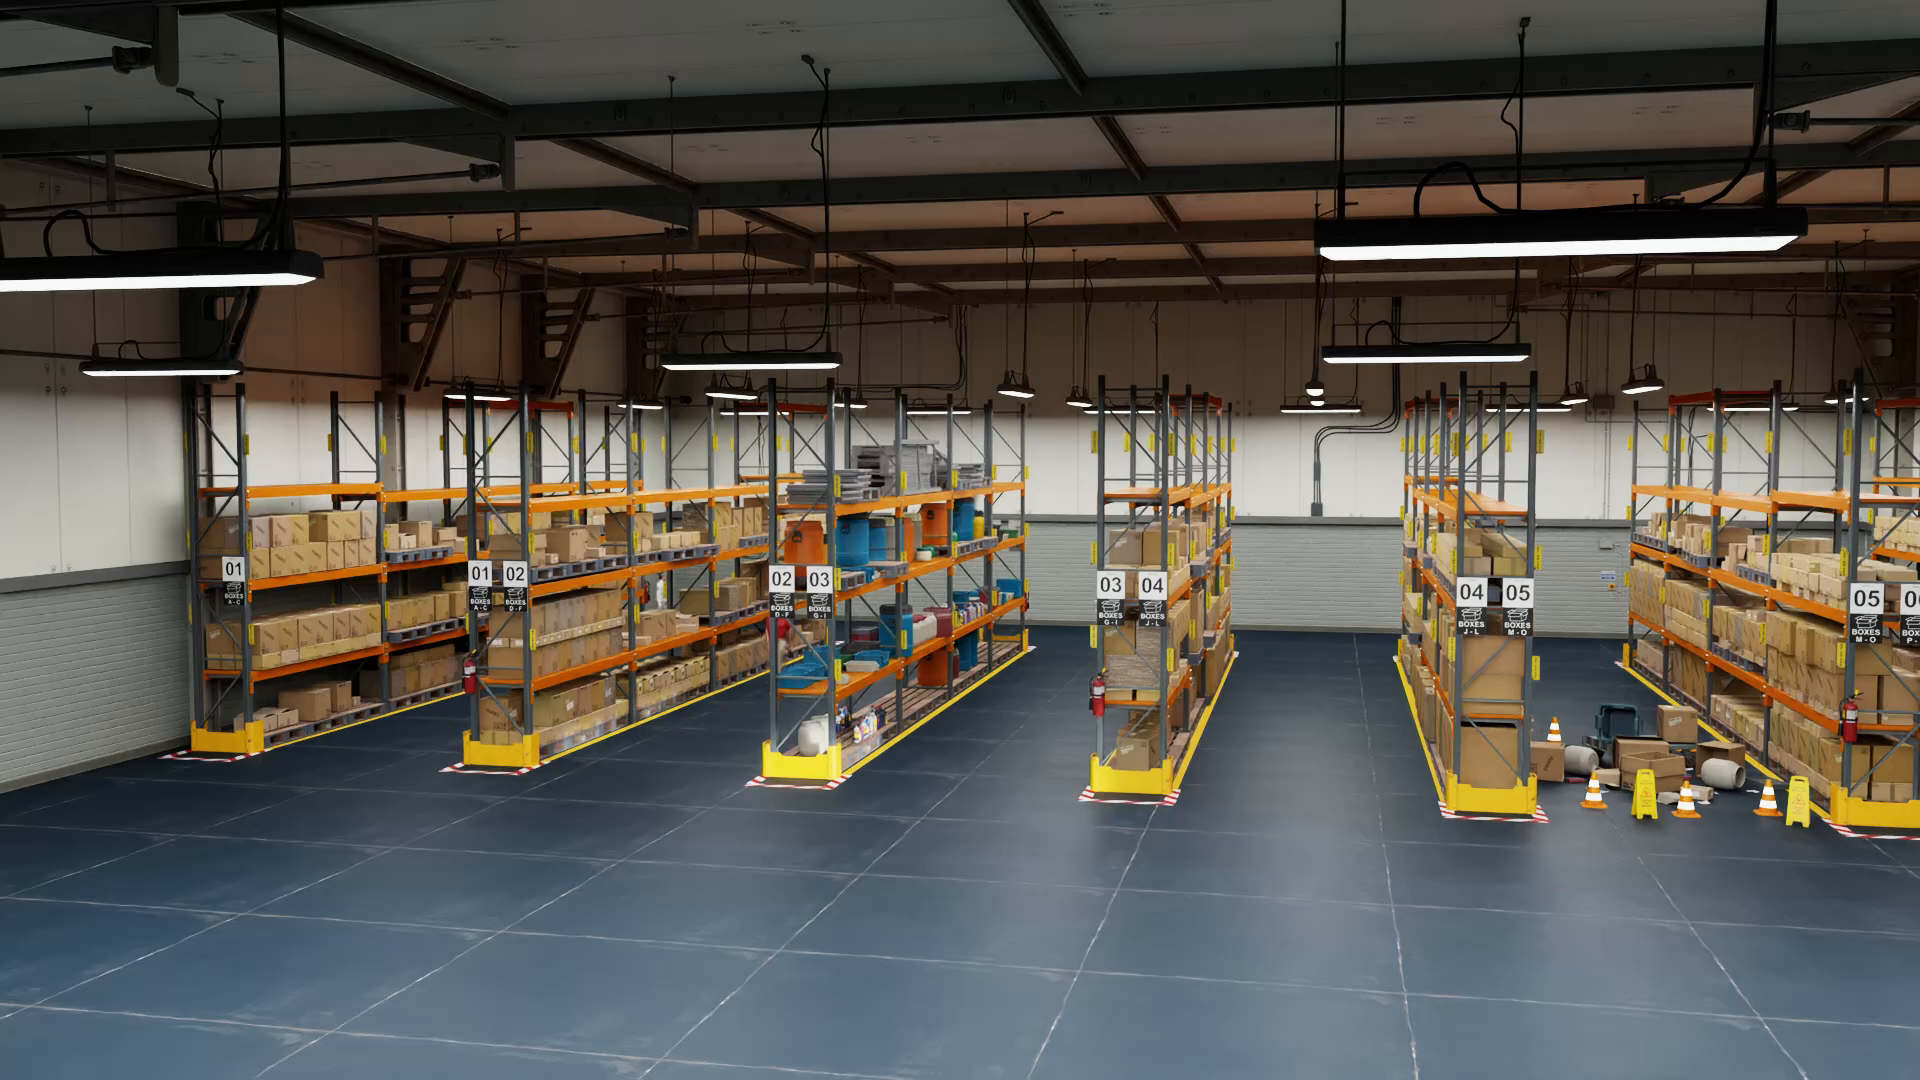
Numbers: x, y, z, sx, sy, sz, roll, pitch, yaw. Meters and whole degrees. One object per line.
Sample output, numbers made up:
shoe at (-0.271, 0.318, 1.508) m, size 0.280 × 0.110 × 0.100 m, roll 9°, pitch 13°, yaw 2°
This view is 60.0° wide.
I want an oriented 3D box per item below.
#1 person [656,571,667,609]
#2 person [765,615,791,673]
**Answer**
person at (-7.831, 1.645, 43.773) m, size 0.427 × 1.676 × 0.511 m, roll 1°, pitch 3°, yaw 10°
person at (-3.772, 2.044, 34.304) m, size 0.530 × 1.481 × 1.065 m, roll 0°, pitch 3°, yaw 2°
